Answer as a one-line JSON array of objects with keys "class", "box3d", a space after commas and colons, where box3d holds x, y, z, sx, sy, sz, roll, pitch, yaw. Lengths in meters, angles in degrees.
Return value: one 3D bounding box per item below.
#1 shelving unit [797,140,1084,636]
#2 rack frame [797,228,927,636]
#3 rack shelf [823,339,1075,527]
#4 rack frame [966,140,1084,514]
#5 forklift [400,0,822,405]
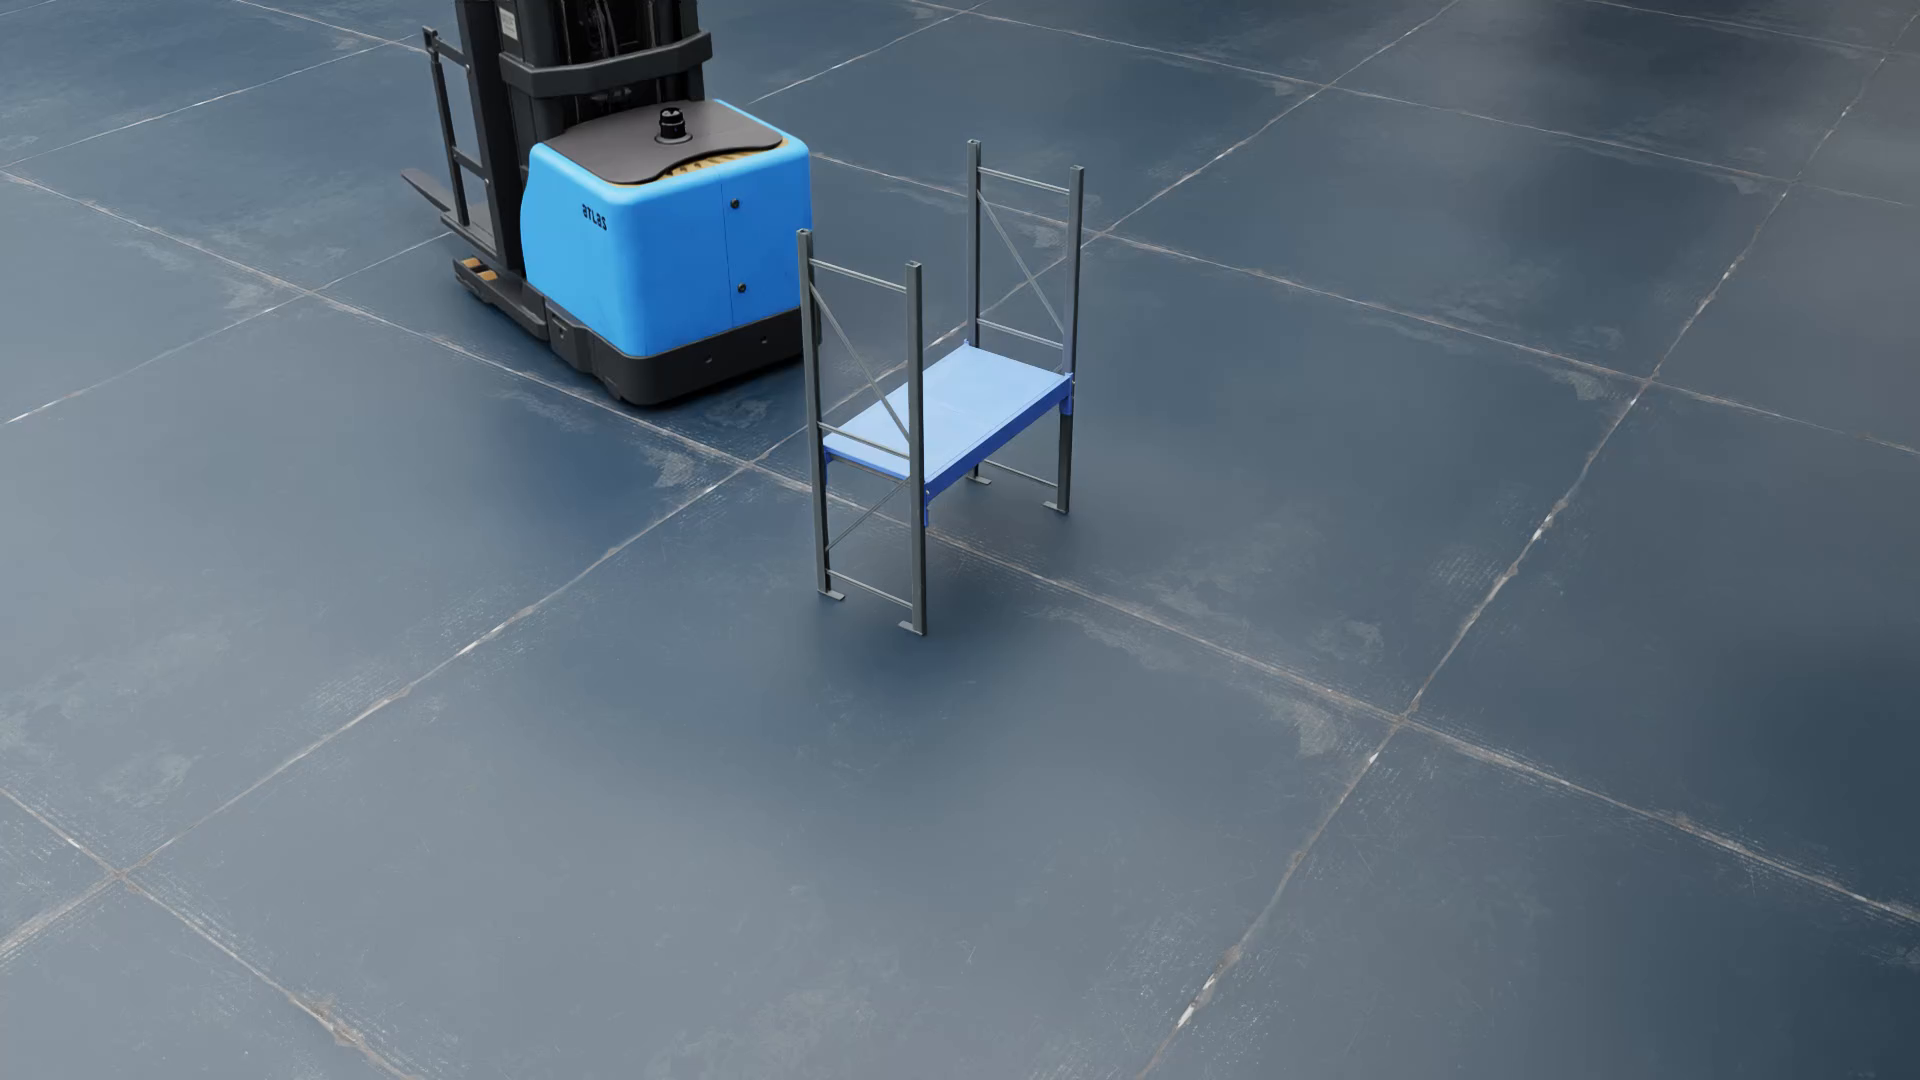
[{"class": "shelving unit", "box3d": [-0.049, -0.582, 6.272, 0.538, 1.500, 1.048, 21, 39, 28]}, {"class": "rack frame", "box3d": [-0.338, -0.348, 5.926, 0.500, 1.500, 0.032, 21, 39, 28]}, {"class": "rack shelf", "box3d": [-0.049, -0.433, 6.373, 0.538, 0.185, 1.000, 21, 39, 28]}, {"class": "rack frame", "box3d": [0.241, -0.816, 6.618, 0.500, 1.500, 0.032, 21, 39, 28]}, {"class": "forklift", "box3d": [-1.978, -2.585, 7.957, 1.130, 2.935, 3.031, -24, 41, -31]}]
